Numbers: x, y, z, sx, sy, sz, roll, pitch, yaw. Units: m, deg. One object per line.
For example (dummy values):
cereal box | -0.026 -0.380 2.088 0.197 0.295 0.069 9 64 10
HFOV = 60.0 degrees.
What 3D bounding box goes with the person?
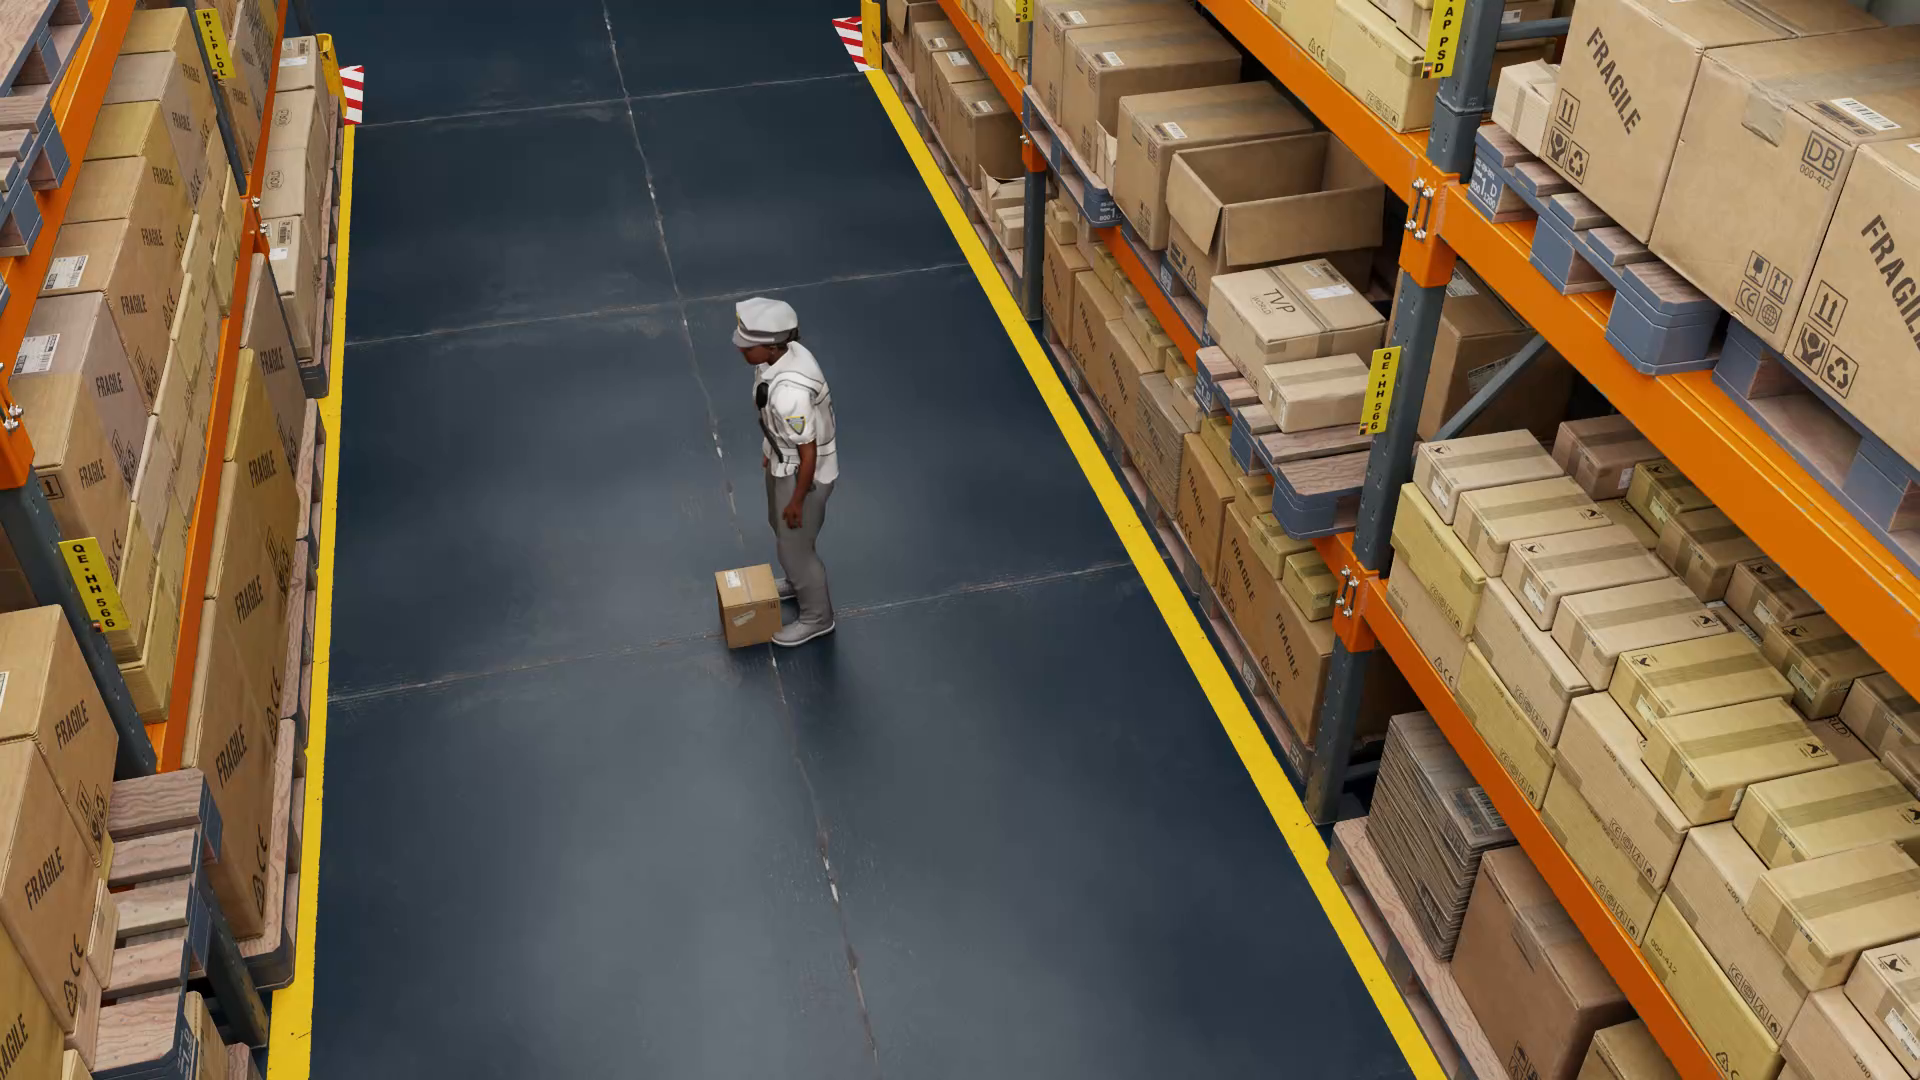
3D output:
person | -0.722 -0.295 7.082 0.391 1.663 0.530 -10 40 -13
